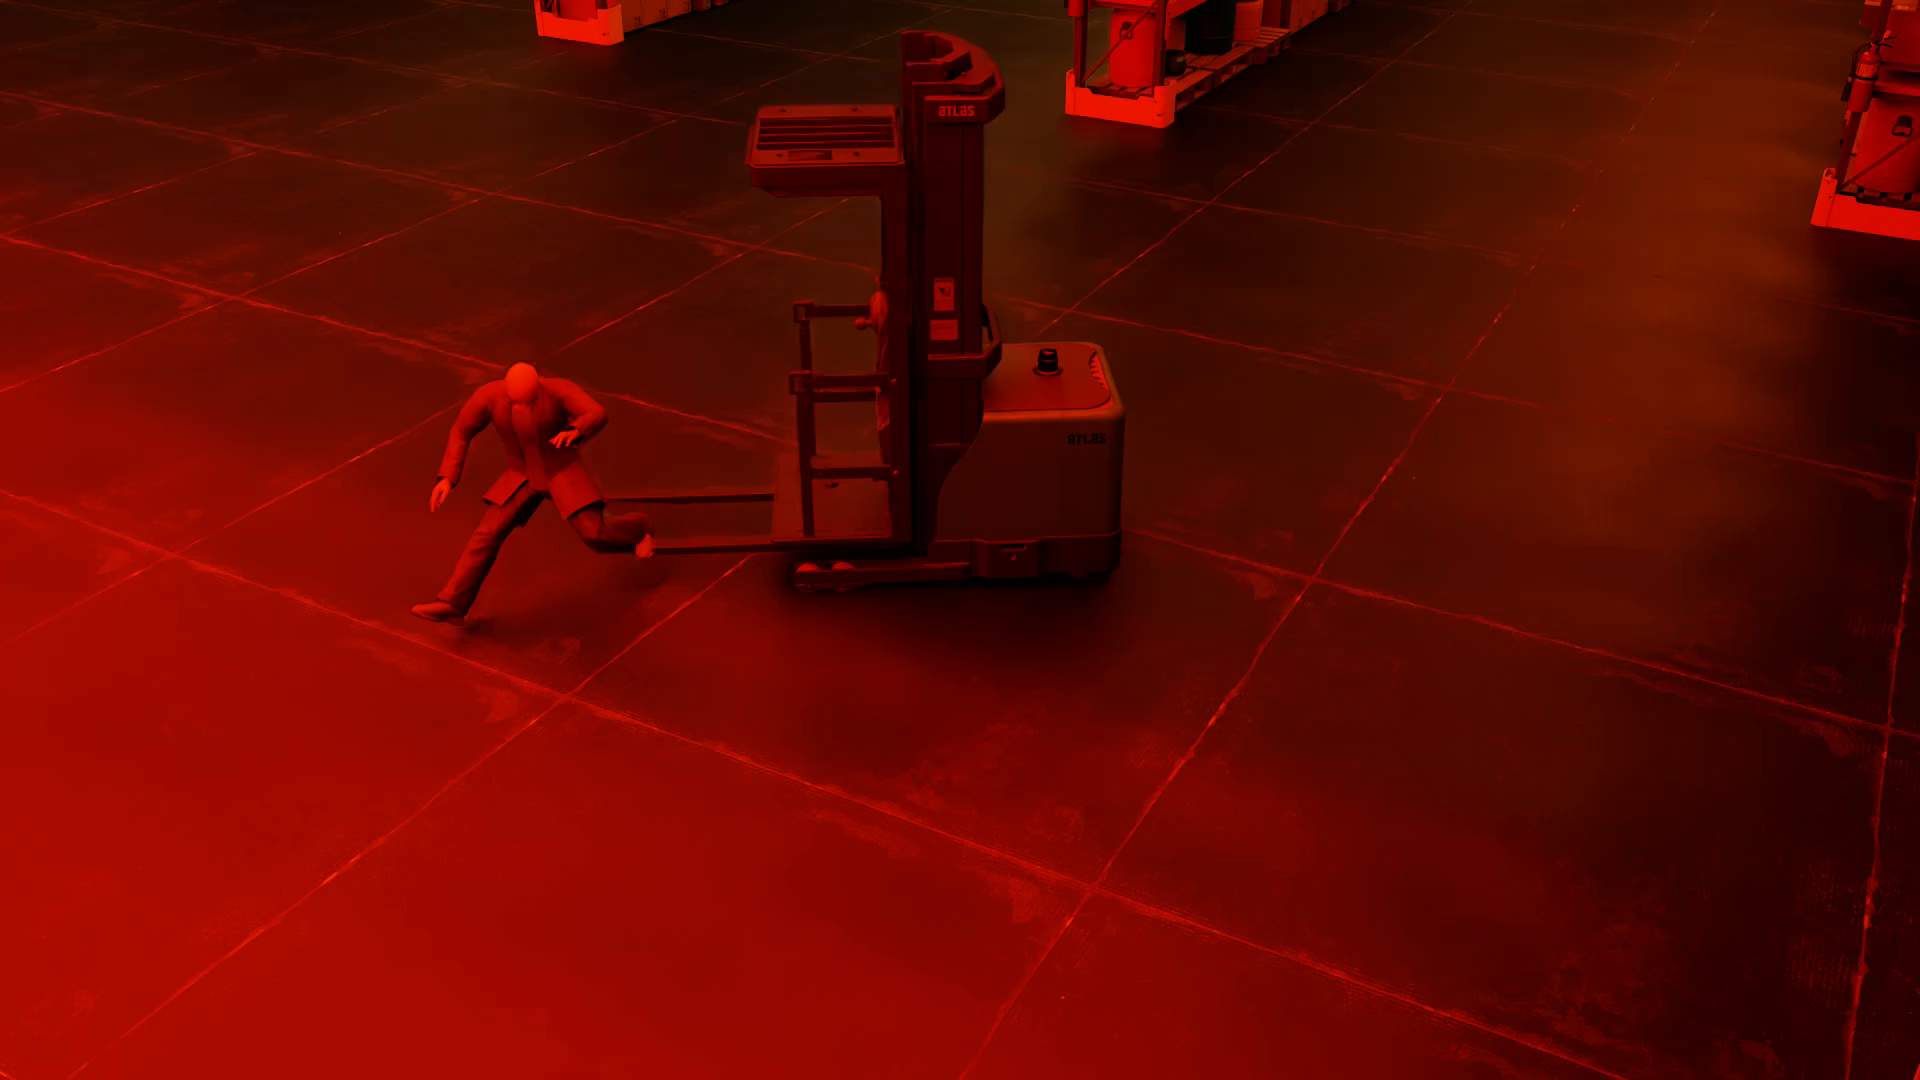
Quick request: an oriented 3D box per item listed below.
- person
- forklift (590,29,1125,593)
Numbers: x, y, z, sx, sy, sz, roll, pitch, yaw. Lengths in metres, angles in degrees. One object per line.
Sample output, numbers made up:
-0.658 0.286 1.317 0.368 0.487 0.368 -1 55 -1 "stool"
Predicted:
-2.324 -0.282 9.032 1.091 1.428 1.150 4 30 7 "person"
-0.616 -1.241 9.220 3.031 2.935 1.130 -2 30 -3 "forklift"
